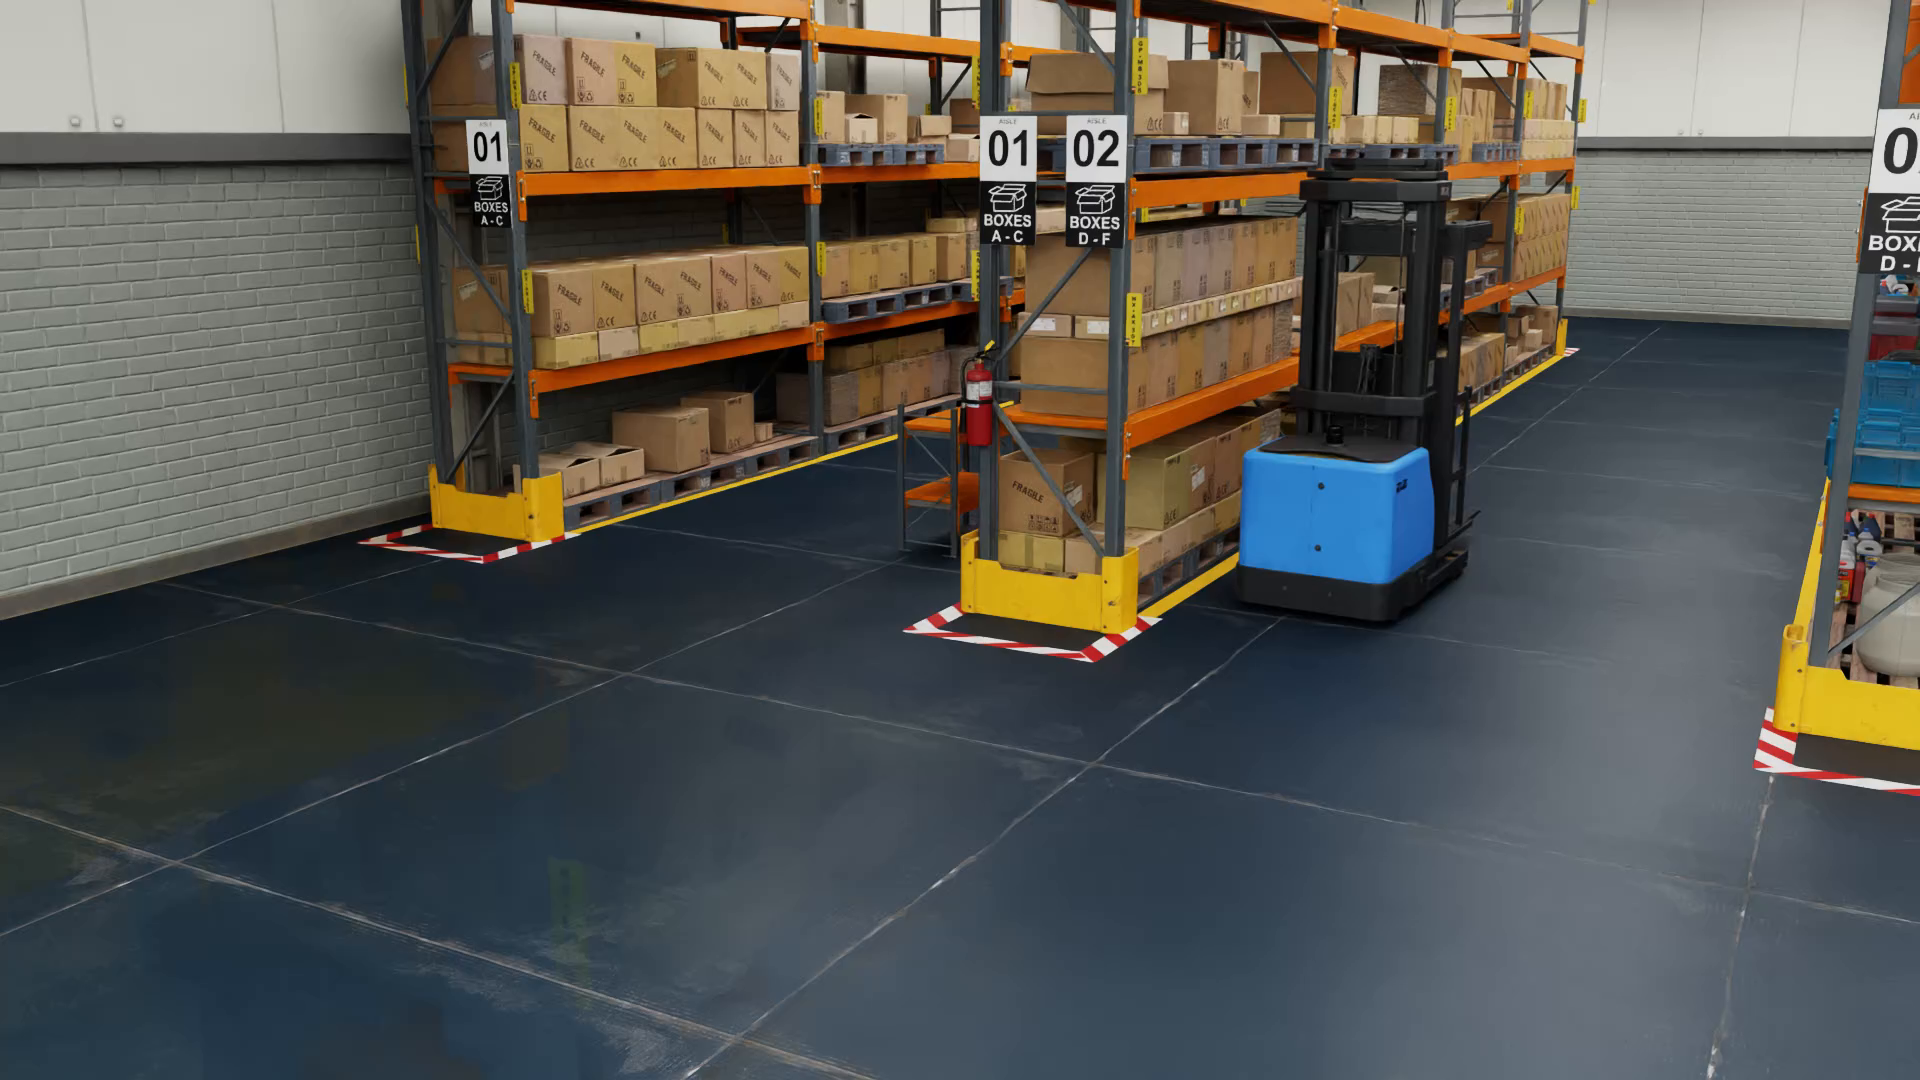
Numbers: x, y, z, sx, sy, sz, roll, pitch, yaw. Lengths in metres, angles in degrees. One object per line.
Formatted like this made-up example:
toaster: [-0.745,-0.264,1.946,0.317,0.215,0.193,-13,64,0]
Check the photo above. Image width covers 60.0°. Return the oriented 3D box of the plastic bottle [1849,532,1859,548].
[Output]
plastic bottle: [5.973,0.084,11.166,0.097,0.271,0.097,0,14,0]

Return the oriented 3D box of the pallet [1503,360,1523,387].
pallet: [6.722,-2.208,21.743,1.003,0.211,1.213,7,15,28]

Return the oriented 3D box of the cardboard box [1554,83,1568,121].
cardboard box: [8.089,-6.129,23.311,0.700,0.500,0.500,7,15,28]

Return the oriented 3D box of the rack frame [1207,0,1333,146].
rack frame: [2.522,-4.698,13.321,1.000,3.000,0.127,7,15,28]

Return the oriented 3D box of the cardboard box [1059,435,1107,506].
cardboard box: [1.058,-0.544,12.259,0.500,0.500,0.500,7,15,28]

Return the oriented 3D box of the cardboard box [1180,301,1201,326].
cardboard box: [1.464,-1.593,11.644,0.380,0.149,0.250,7,15,26]

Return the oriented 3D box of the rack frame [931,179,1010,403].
rack frame: [0.117,-3.163,19.753,1.000,3.000,0.127,7,15,28]

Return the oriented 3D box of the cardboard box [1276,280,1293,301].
cardboard box: [2.457,-2.015,13.395,0.380,0.149,0.250,7,15,27]

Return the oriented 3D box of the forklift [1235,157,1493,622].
forklift: [3.031,-1.196,11.741,1.130,2.935,3.031,8,16,30]

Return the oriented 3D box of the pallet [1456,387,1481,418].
pallet: [5.440,-1.645,19.407,1.003,0.211,1.213,7,15,28]

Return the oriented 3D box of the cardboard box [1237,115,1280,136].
cardboard box: [2.178,-3.112,12.481,0.380,0.149,0.250,7,15,28]

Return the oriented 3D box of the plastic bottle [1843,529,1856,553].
plastic bottle: [5.806,0.099,10.937,0.144,0.351,0.185,7,15,28]

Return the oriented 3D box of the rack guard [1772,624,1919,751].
rack guard: [4.918,0.795,8.669,1.175,0.500,0.348,7,15,28]

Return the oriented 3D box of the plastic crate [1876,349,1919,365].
plastic crate: [6.492,-1.097,11.314,0.767,0.338,0.504,7,15,28]

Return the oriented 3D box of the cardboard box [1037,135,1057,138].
cardboard box: [0.791,-5.216,20.718,0.700,0.500,0.500,8,16,31]

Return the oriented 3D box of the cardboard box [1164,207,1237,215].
cardboard box: [3.747,-4.844,26.087,0.980,0.700,0.700,8,16,31]

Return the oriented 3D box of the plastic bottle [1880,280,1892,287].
plastic bottle: [9.989,-2.674,17.989,0.152,0.276,0.135,7,15,28]

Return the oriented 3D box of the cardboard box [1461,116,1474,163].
cardboard box: [5.135,-4.414,18.328,0.910,0.500,0.500,7,15,28]

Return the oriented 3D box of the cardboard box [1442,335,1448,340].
cardboard box: [5.694,-2.239,20.317,0.500,0.500,0.500,8,16,29]

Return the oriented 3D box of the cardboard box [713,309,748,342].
cardboard box: [-2.258,-1.941,14.963,0.500,0.250,0.500,7,15,28]

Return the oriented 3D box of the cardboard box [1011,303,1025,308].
cardboard box: [1.017,-2.637,21.262,0.750,0.750,0.750,7,15,28]

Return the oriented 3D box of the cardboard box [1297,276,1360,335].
cardboard box: [3.404,-2.197,15.533,0.500,0.500,0.500,7,15,28]

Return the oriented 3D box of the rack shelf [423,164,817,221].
rack shelf: [-2.783,-3.040,14.379,1.077,0.370,4.000,7,15,28]

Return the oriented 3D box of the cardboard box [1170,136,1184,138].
cardboard box: [2.875,-5.836,23.653,0.500,0.250,0.500,7,15,27]

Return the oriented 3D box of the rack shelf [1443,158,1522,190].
rack shelf: [5.422,-4.121,18.863,1.077,0.370,4.000,7,15,28]

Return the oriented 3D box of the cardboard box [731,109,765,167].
cardboard box: [-2.100,-3.625,15.013,0.500,0.500,0.500,6,15,23]

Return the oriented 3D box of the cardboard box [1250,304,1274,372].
cardboard box: [2.064,-1.630,13.180,0.700,0.500,0.500,7,15,27]

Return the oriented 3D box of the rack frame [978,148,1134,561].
rack frame: [0.588,-0.961,10.620,1.000,3.000,0.127,7,15,28]

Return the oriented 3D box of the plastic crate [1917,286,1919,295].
plastic crate: [11.074,-2.841,18.854,0.396,0.136,0.243,7,15,28]

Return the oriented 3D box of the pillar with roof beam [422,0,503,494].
pillar with roof beam: [-0.400,-4.192,11.221,9.100,9.000,0.400,7,15,28]

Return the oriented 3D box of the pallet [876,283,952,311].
pallet: [-0.804,-2.659,18.071,1.003,0.211,1.213,7,15,28]

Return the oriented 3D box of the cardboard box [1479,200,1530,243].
cardboard box: [6.863,-4.023,20.972,0.500,0.500,0.500,8,16,29]

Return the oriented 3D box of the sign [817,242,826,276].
sign: [-1.338,-2.703,15.999,0.100,0.325,0.005,7,15,28]

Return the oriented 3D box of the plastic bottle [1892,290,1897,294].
plastic bottle: [9.380,-2.371,16.717,0.061,0.283,0.133,7,15,28]

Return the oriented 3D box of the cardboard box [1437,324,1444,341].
cardboard box: [5.459,-2.509,19.837,0.500,0.250,0.500,7,15,28]

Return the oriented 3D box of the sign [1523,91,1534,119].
sign: [6.877,-5.262,20.116,0.100,0.325,0.005,7,15,28]

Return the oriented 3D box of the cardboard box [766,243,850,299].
cardboard box: [-1.540,-2.705,16.703,0.700,0.500,0.500,7,15,28]

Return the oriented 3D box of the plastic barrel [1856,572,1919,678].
plastic barrel: [5.174,0.463,9.127,0.421,0.512,0.421,0,14,0]

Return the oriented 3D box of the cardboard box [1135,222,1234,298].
cardboard box: [1.585,-2.060,12.198,0.700,0.500,0.500,7,15,28]

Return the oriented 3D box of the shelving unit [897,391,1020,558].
shelving unit: [0.003,-0.548,12.907,0.538,1.125,1.048,7,15,28]

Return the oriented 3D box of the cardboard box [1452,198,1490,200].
cardboard box: [6.652,-4.196,21.692,0.500,0.500,0.500,7,15,27]

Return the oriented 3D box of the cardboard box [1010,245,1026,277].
cardboard box: [0.576,-3.436,19.997,0.500,0.500,0.500,8,16,30]

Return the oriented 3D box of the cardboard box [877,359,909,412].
cardboard box: [-0.987,-1.706,18.103,0.700,0.500,0.500,8,15,29]

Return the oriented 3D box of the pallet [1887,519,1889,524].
pallet: [7.791,-0.281,13.748,1.003,0.211,1.213,7,15,28]

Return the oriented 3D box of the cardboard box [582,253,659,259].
cardboard box: [-2.967,-2.256,14.667,0.500,0.500,0.500,8,16,29]

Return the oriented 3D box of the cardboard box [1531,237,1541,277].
cardboard box: [7.363,-3.753,21.988,0.500,0.500,0.500,7,15,28]

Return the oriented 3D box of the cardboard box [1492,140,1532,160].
cardboard box: [6.841,-4.880,20.795,0.500,0.250,0.500,7,15,28]

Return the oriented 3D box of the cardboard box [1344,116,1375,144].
cardboard box: [3.500,-3.757,15.239,0.500,0.250,0.500,6,15,23]

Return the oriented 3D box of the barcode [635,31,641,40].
barcode: [-2.865,-4.488,14.794,0.001,0.075,0.075,7,15,28]

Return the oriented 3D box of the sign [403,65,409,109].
sign: [-4.226,-3.477,12.767,0.100,0.325,0.005,7,15,28]

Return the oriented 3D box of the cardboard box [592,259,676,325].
cardboard box: [-2.753,-2.092,13.990,0.500,0.500,0.500,7,15,26]

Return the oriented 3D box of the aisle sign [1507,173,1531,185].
aisle sign: [8.099,-5.555,24.127,0.394,0.787,0.004,7,15,28]

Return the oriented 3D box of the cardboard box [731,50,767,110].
cardboard box: [-2.078,-4.097,14.838,0.500,0.500,0.500,8,16,31]

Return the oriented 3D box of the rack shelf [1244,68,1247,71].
rack shelf: [3.018,-6.766,24.287,1.077,0.370,4.000,7,15,28]

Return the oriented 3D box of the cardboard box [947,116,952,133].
cardboard box: [-0.432,-4.558,18.882,0.500,0.500,0.500,7,15,28]
